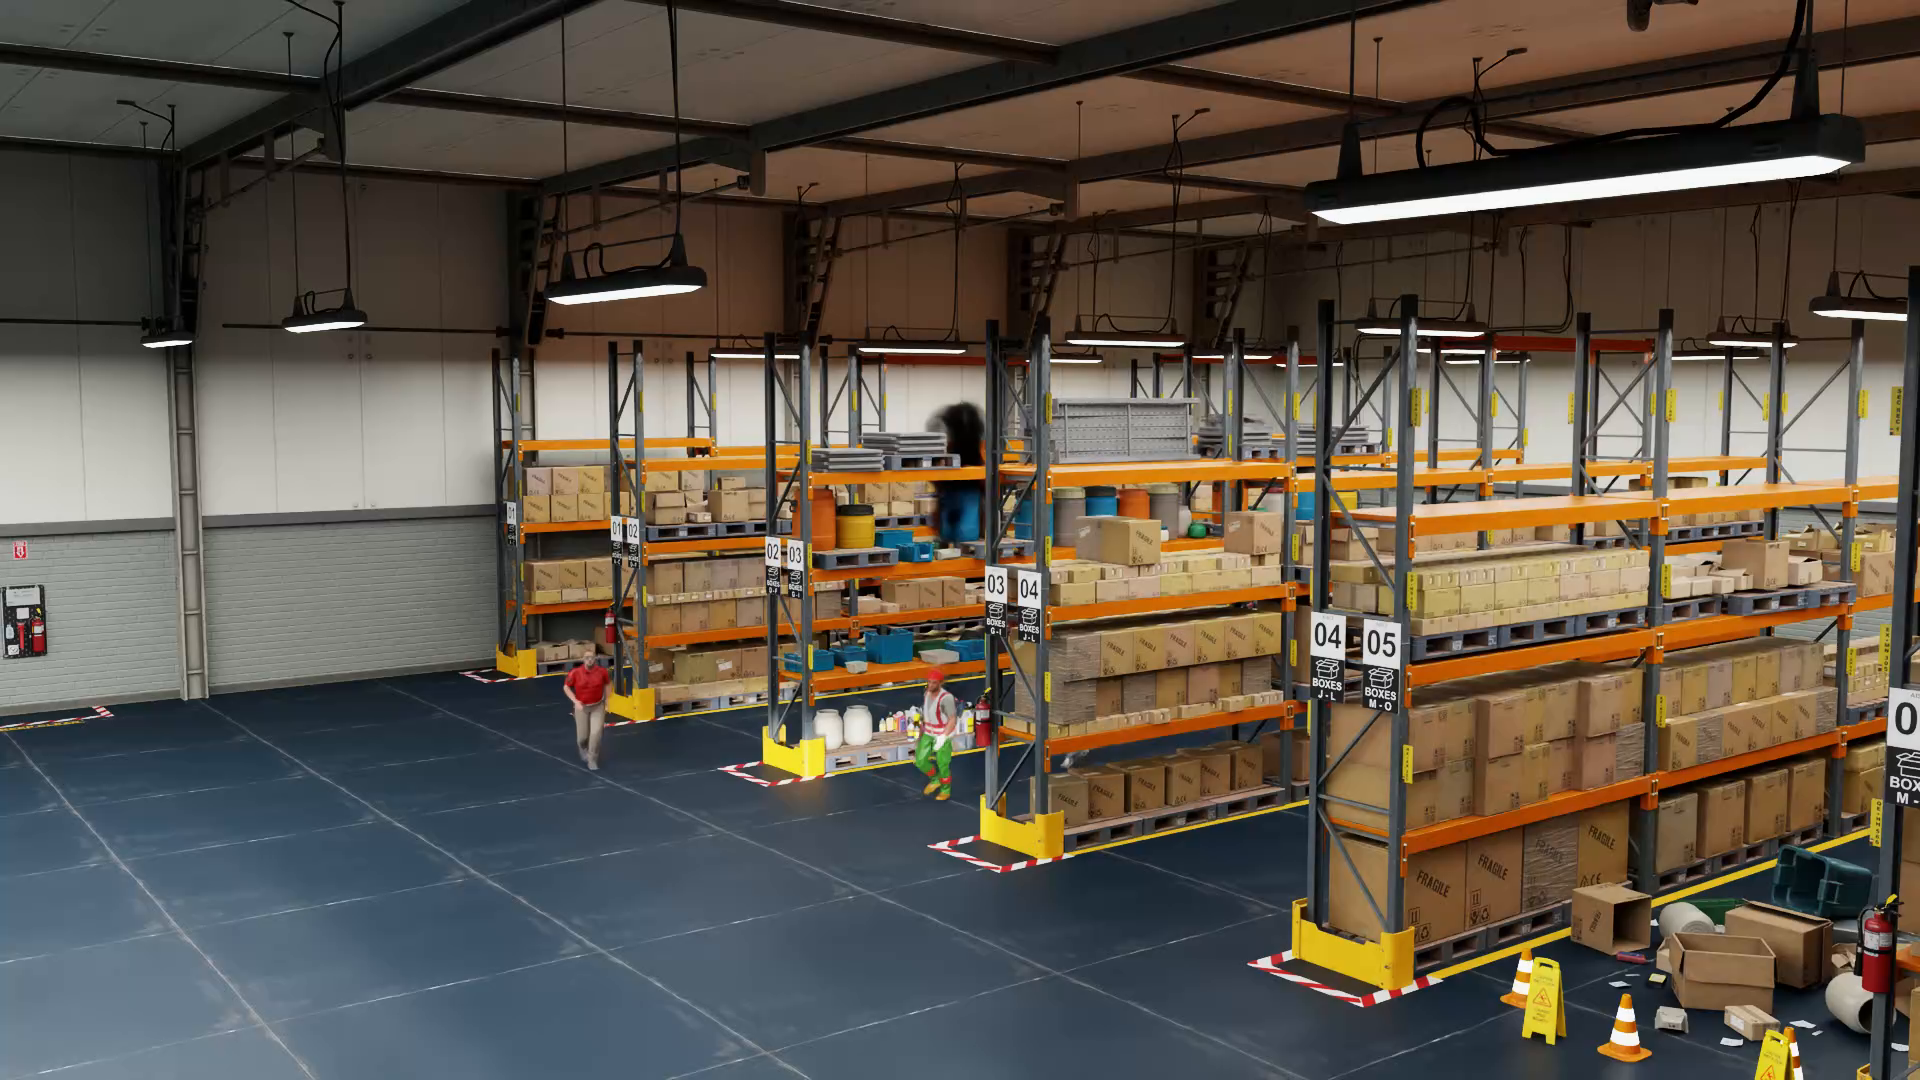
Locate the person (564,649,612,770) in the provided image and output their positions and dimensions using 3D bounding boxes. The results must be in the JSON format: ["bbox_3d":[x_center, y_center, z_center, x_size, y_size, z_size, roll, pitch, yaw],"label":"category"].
[{"bbox_3d":[-5.148,2.361,23.021,0.649,1.597,0.699,-1,5,-16],"label":"person"}]

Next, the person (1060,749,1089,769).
[{"bbox_3d":[1.628,2.312,23.133,0.525,1.608,0.861,4,6,36],"label":"person"}]

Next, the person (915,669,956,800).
[{"bbox_3d":[-0.264,2.458,20.915,0.631,1.729,0.712,4,6,36],"label":"person"}]
